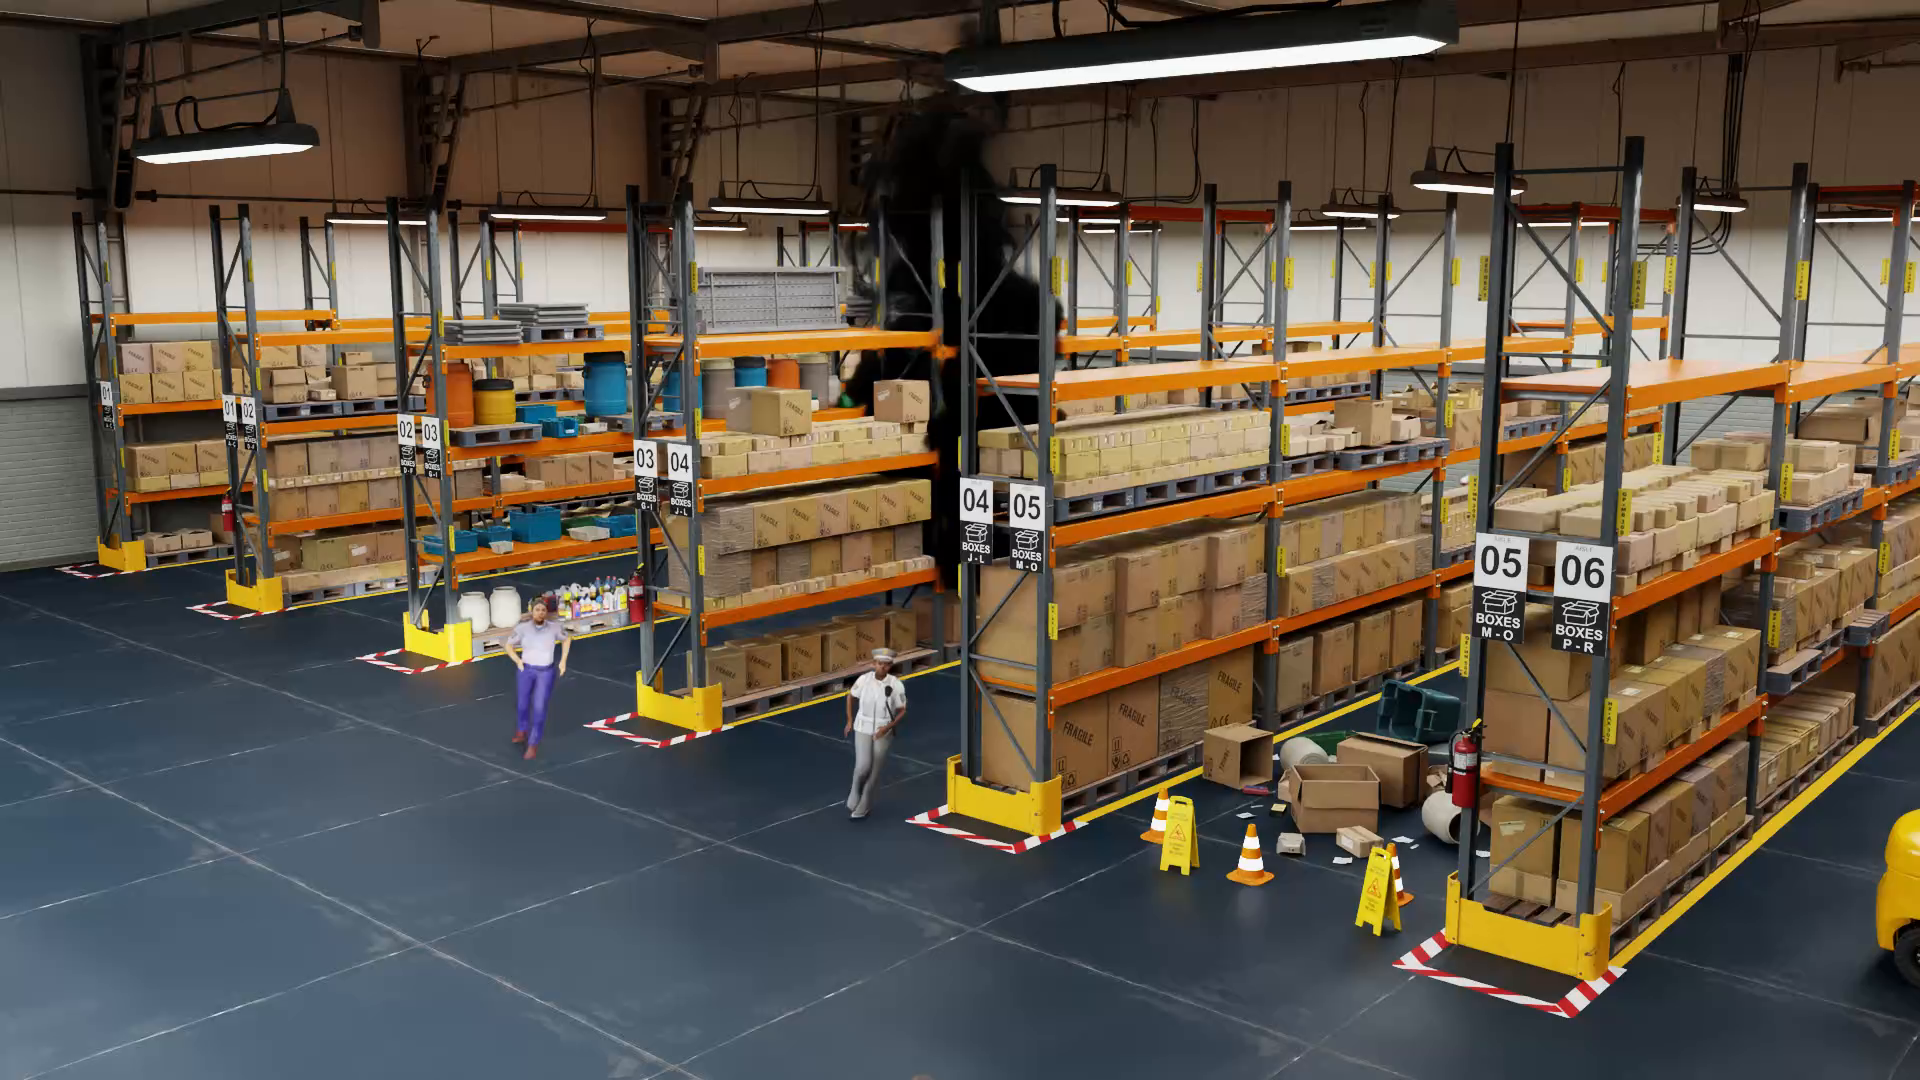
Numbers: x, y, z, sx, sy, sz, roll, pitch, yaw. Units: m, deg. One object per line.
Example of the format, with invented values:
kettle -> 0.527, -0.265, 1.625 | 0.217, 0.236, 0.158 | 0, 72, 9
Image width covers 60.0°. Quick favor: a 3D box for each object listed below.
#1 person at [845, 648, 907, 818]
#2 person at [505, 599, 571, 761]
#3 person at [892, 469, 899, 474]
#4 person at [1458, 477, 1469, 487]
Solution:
person -> -0.792, 1.809, 15.487 | 0.589, 1.636, 0.539 | 0, 9, 1
person -> -4.496, 1.456, 17.718 | 0.665, 1.682, 0.762 | -1, 10, -6
person -> -1.426, -1.045, 32.342 | 0.673, 1.762, 0.987 | 8, 12, 39
person -> 8.199, -0.161, 27.059 | 0.701, 1.760, 0.850 | 8, 12, 39
